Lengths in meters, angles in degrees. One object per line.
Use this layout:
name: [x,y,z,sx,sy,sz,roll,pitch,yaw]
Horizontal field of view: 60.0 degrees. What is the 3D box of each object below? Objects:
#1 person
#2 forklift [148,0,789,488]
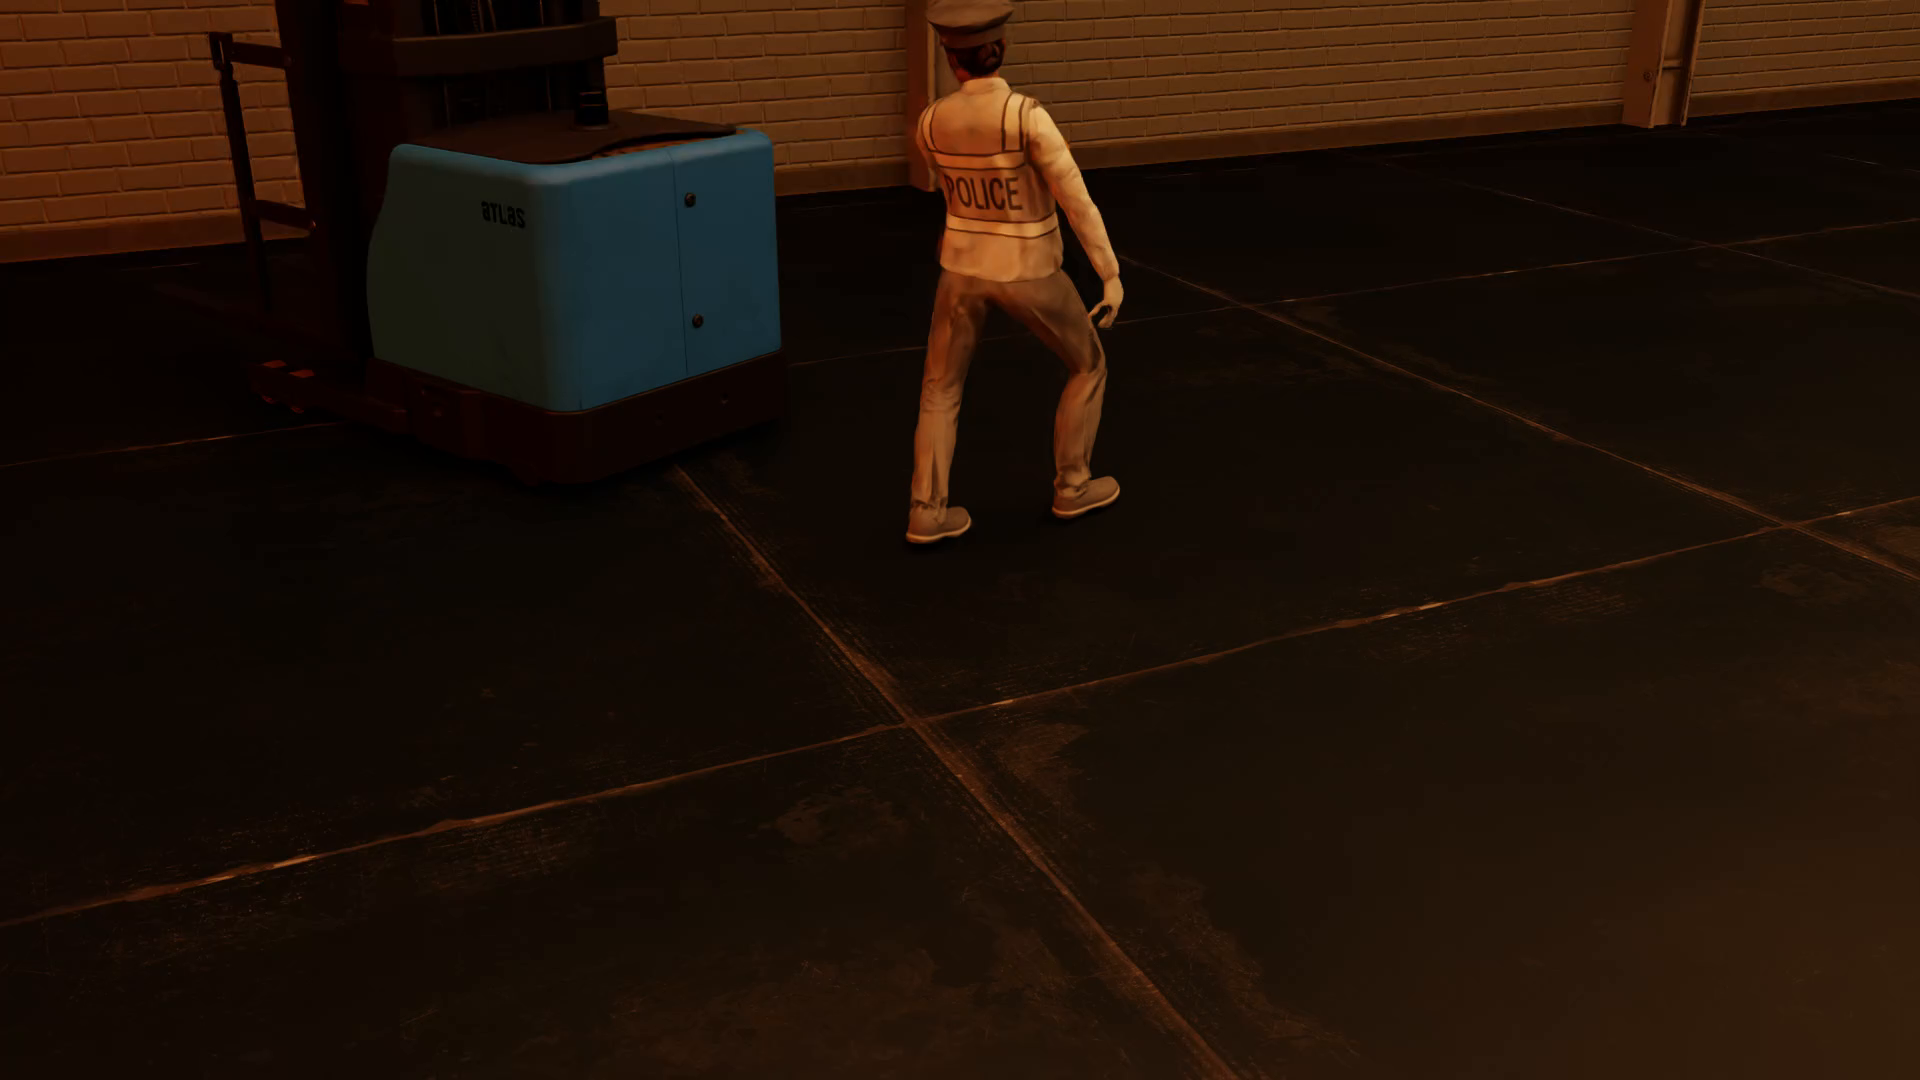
person: [0.192,-0.806,4.989,0.639,1.584,0.775,7,24,17]
forklift: [-2.091,-1.968,6.024,3.031,2.935,1.130,17,28,35]
